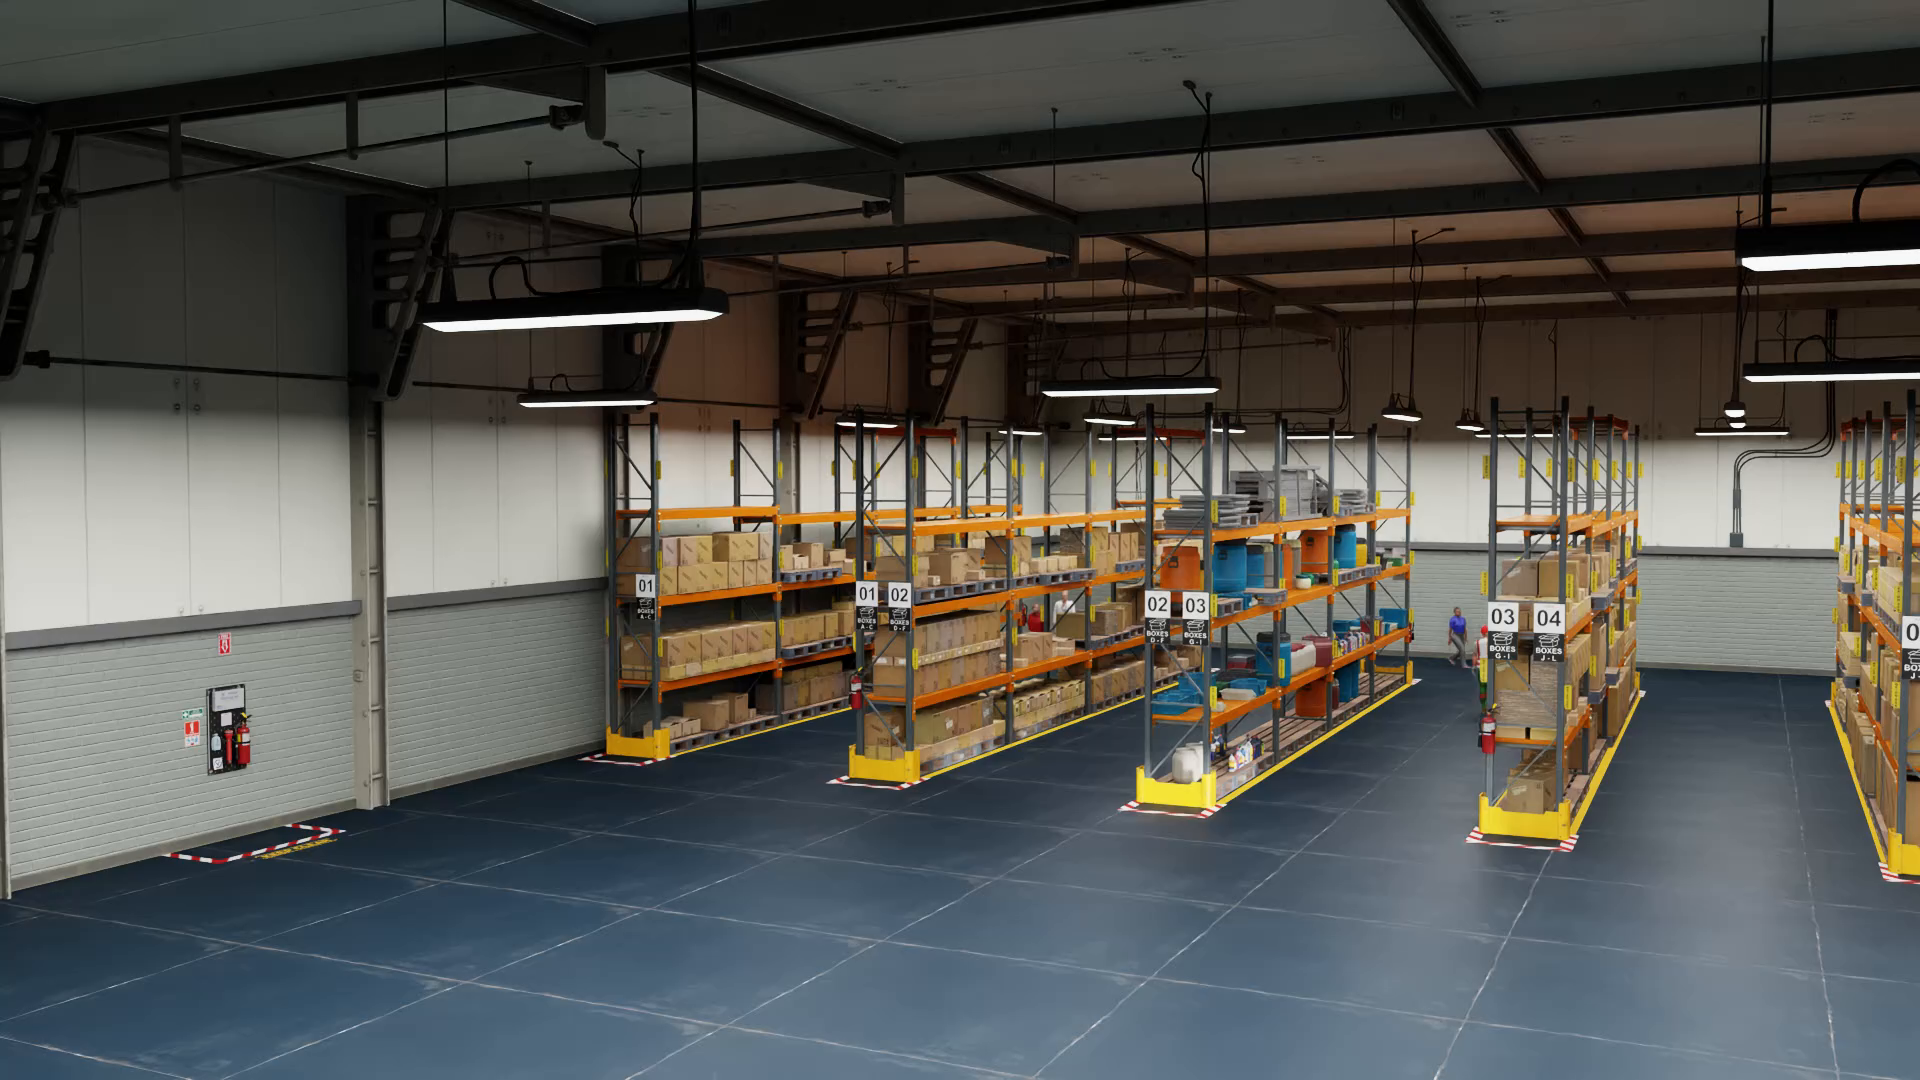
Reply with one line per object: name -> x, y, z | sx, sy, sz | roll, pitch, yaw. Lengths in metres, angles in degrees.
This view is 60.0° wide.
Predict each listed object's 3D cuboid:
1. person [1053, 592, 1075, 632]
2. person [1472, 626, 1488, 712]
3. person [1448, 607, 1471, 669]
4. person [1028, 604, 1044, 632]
person -> 2.791, 2.243, 44.516 | 0.589, 1.707, 1.190 | 0, 2, 0
person -> 10.891, 2.668, 34.430 | 0.574, 1.788, 0.550 | 1, 3, 31
person -> 12.616, 2.460, 42.046 | 0.436, 1.526, 0.916 | -1, 3, -22
person -> 1.952, 2.412, 41.378 | 0.535, 1.672, 0.951 | 1, 3, 22
